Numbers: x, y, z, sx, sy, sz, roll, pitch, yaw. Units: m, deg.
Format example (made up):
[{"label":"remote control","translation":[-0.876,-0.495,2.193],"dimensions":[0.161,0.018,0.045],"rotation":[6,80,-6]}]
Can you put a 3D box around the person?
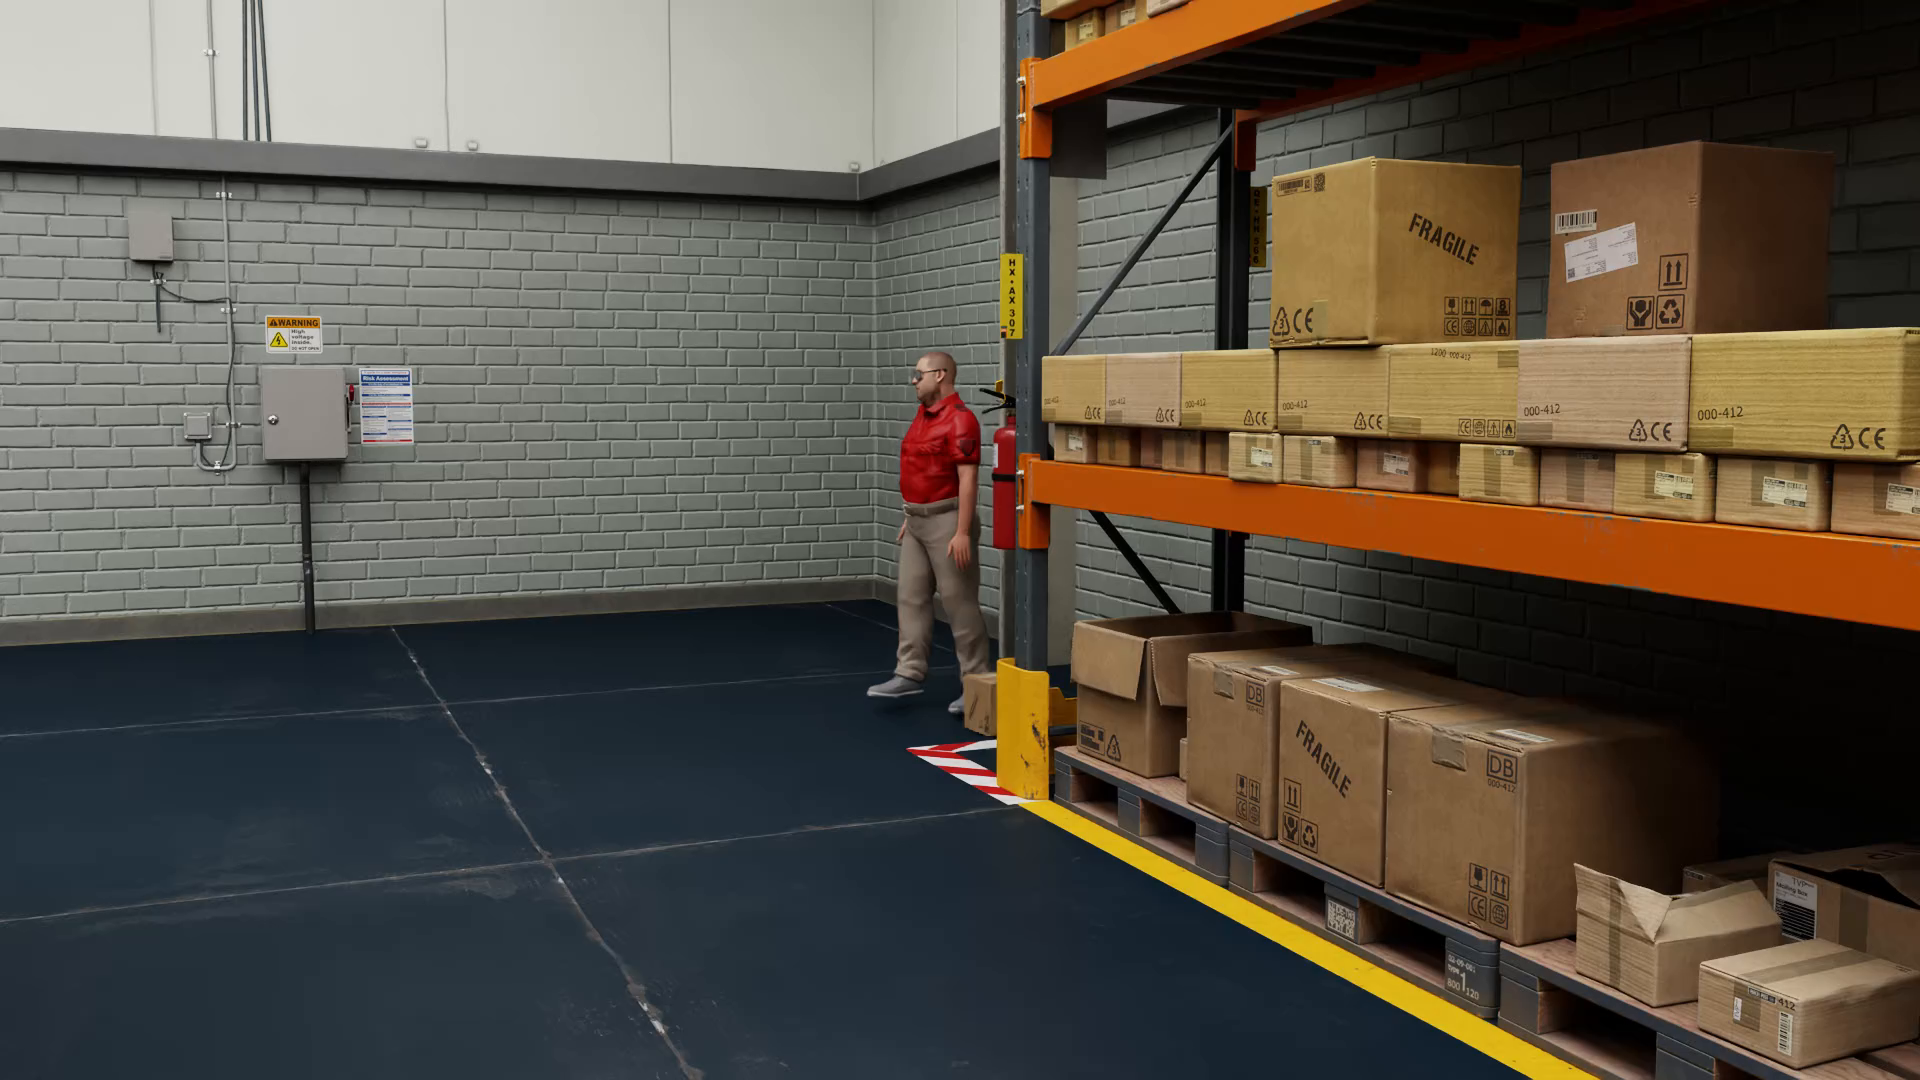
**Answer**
[{"label":"person","translation":[-0.154,-0.048,8.086],"dimensions":[0.528,1.731,0.682],"rotation":[-3,6,-29]}]
